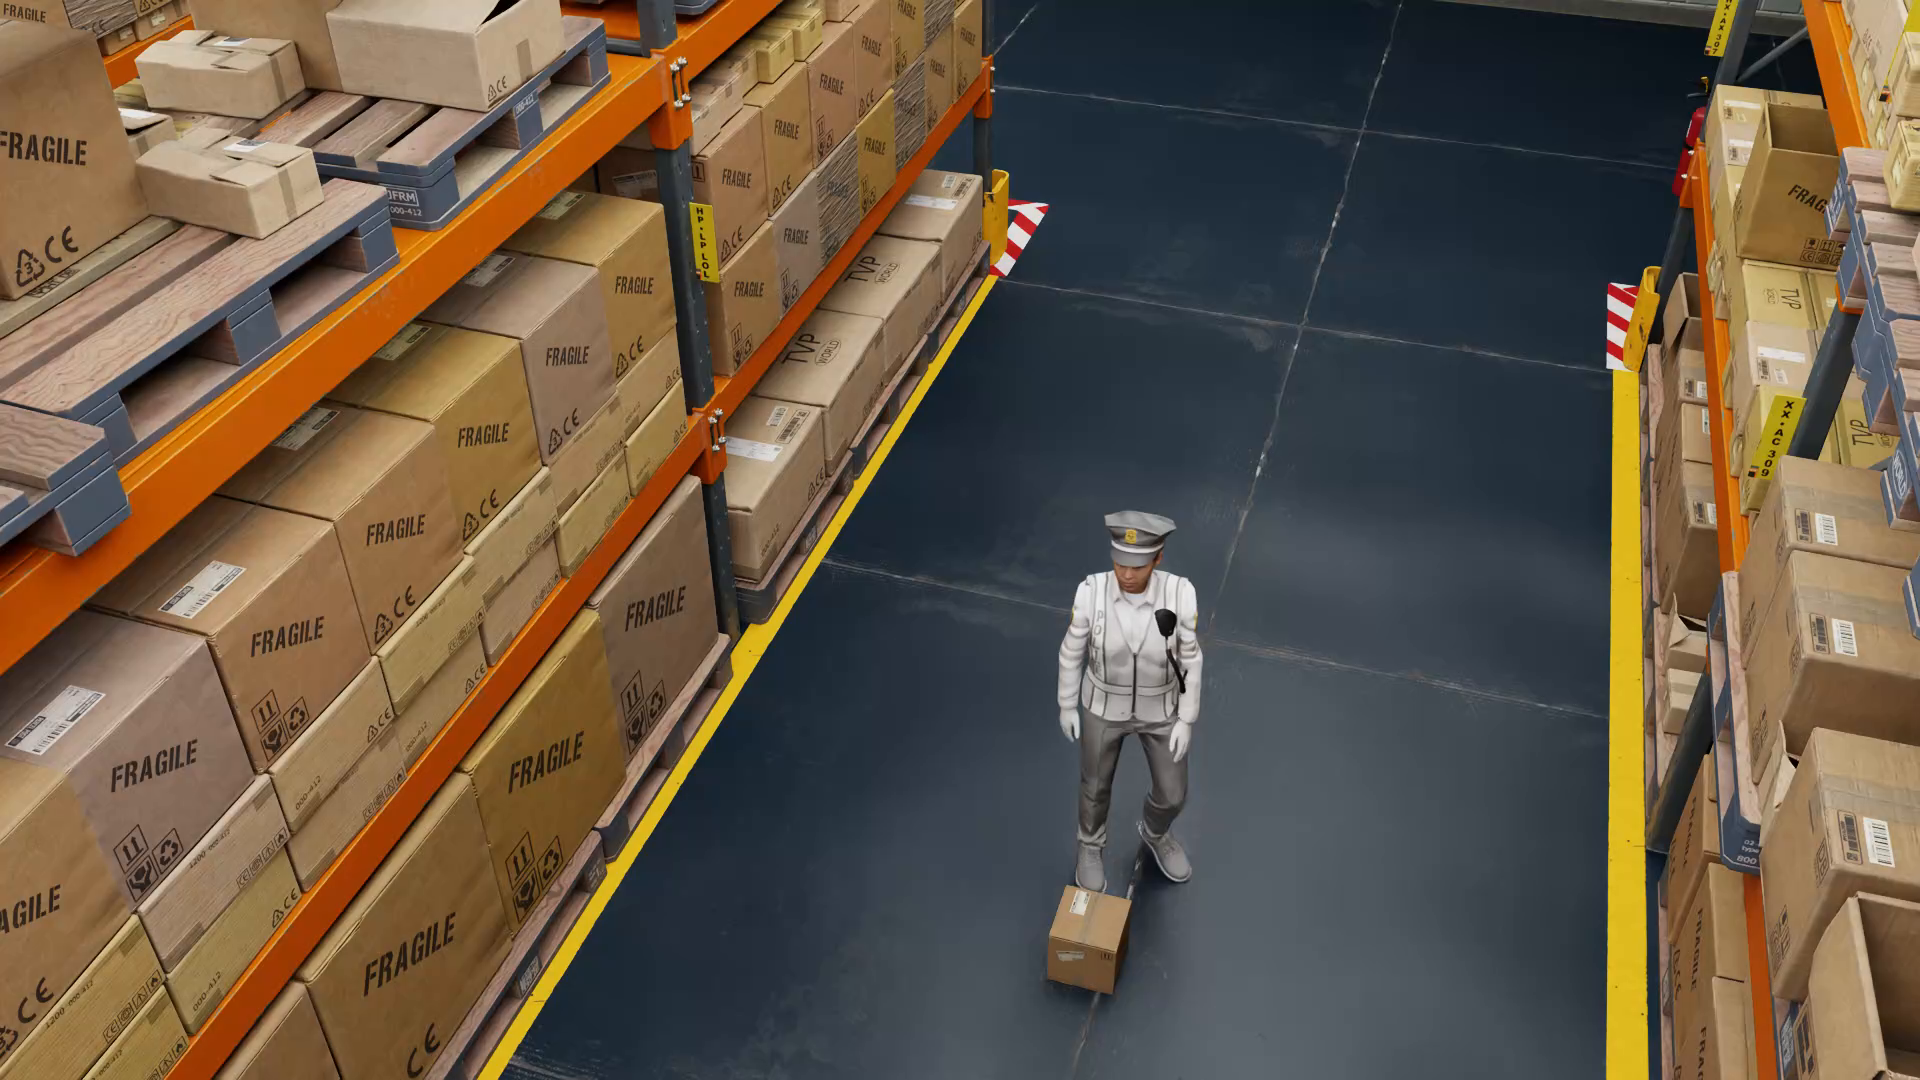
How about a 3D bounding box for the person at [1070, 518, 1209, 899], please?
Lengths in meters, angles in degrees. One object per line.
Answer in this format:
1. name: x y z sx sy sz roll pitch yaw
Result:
1. person: 0.646 0.640 6.053 0.469 1.664 0.328 12 39 15
